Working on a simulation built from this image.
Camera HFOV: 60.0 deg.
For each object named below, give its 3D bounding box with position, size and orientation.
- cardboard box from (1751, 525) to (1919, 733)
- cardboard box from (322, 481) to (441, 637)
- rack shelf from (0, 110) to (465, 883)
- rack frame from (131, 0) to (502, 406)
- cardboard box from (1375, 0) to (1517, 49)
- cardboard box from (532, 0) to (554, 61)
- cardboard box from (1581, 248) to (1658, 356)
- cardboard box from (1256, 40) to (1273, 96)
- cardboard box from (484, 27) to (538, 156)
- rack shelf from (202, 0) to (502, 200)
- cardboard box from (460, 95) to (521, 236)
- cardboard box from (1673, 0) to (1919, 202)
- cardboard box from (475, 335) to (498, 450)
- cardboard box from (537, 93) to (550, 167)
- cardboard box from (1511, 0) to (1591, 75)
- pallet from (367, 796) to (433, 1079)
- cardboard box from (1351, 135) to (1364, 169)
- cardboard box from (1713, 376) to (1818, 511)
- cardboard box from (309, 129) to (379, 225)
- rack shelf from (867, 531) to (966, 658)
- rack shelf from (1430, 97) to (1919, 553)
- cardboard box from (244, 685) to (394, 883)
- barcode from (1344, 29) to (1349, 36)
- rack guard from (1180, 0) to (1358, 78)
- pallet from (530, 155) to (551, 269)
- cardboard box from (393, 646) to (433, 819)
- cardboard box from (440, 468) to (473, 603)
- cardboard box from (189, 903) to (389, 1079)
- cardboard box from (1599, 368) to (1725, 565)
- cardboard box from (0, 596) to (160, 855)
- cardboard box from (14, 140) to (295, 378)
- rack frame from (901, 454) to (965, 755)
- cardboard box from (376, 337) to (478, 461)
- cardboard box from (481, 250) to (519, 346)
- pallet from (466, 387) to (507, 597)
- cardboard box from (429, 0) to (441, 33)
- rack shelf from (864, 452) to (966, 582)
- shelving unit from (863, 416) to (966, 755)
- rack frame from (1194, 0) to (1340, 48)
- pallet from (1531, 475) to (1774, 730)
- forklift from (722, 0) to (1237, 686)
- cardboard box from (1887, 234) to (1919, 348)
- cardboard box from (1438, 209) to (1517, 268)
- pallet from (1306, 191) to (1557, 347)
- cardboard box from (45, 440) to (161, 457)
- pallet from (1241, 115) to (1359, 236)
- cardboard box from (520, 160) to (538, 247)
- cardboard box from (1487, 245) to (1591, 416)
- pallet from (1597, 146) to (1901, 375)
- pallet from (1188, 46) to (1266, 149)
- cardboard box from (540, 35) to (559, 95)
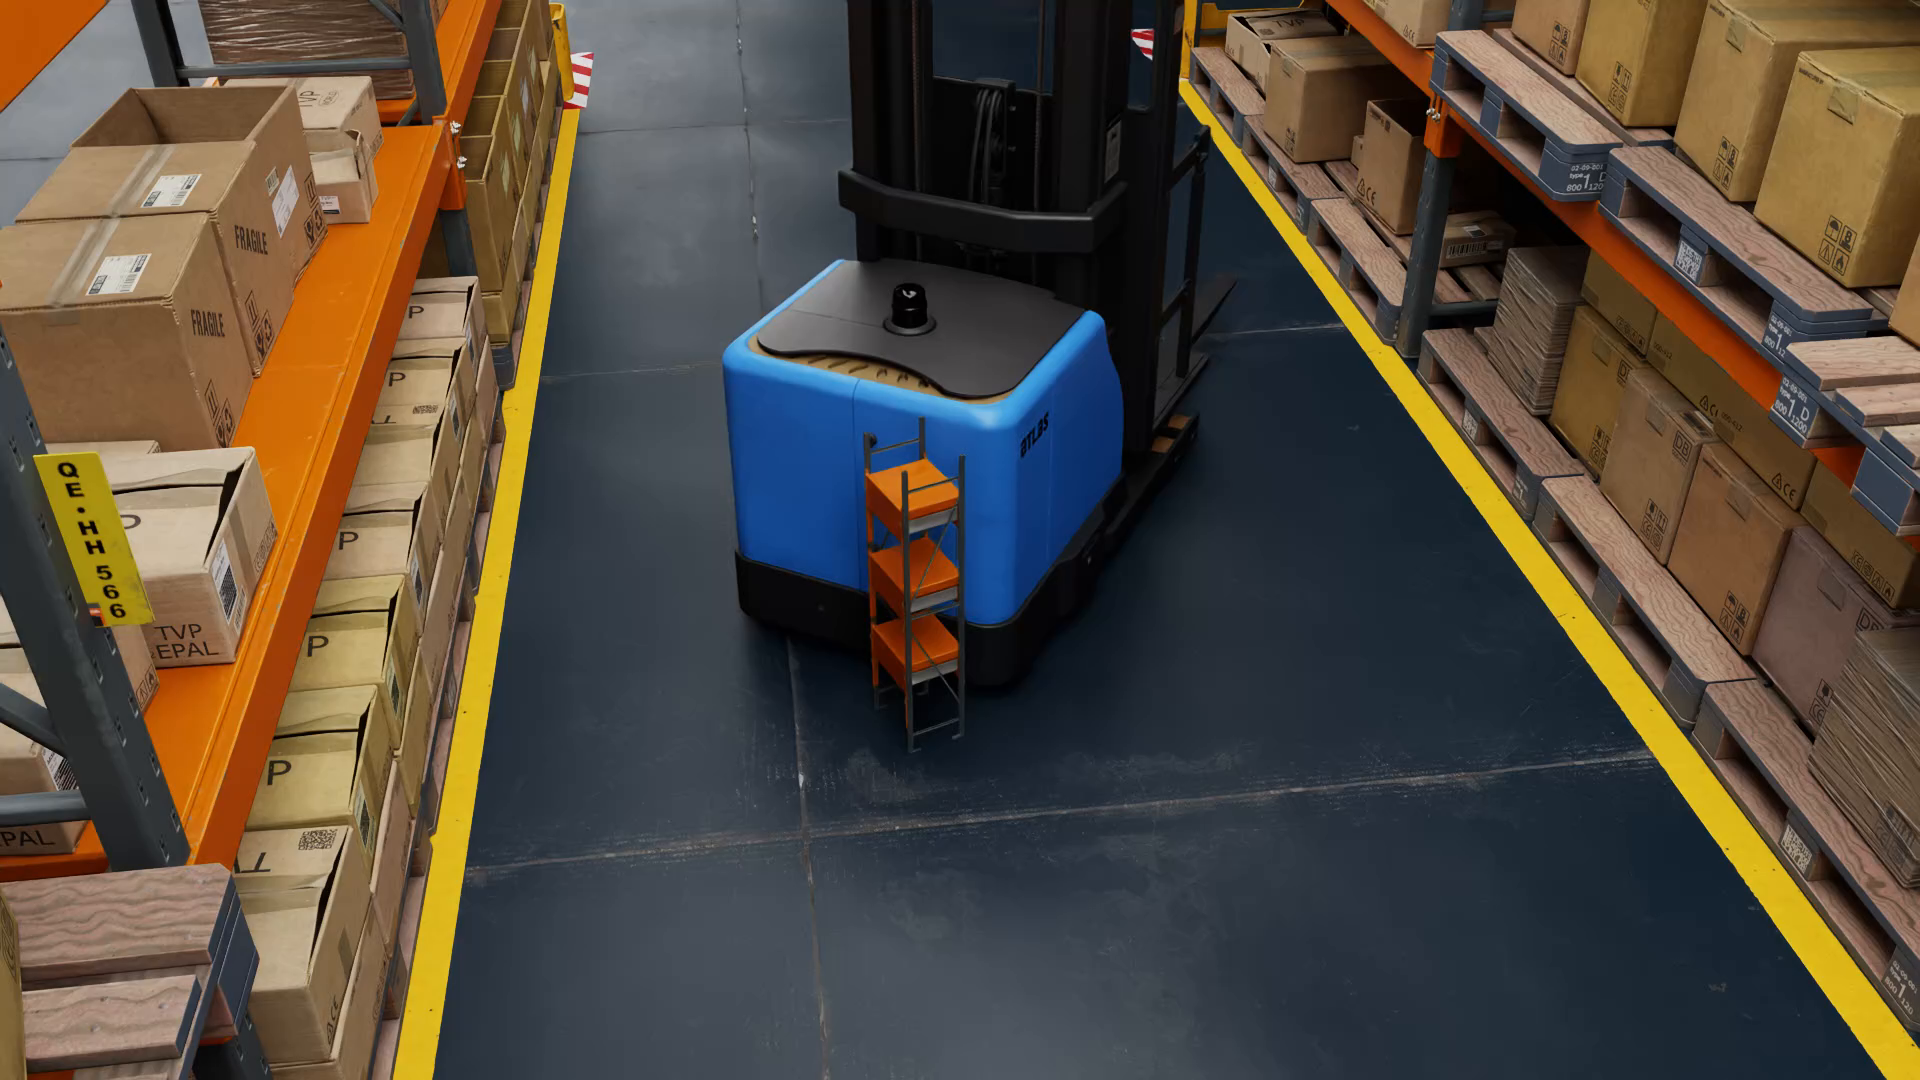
[{"bbox_3d":[2.903,0.276,5.011,0.700,0.500,0.500,-4,35,-6],"label":"cardboard box"},{"bbox_3d":[-1.897,0.048,5.086,0.500,0.311,0.500,-5,35,-7],"label":"cardboard box"},{"bbox_3d":[-2.171,-0.323,4.699,1.077,0.370,4.000,-4,35,-6],"label":"rack shelf"},{"bbox_3d":[-2.440,-1.736,6.134,1.000,3.000,0.127,-4,35,-6],"label":"rack frame"},{"bbox_3d":[2.104,-2.301,7.079,0.500,0.250,0.500,-4,35,-6],"label":"cardboard box"},{"bbox_3d":[-2.611,-3.039,9.448,0.500,0.500,0.500,-4,35,-6],"label":"cardboard box"},{"bbox_3d":[2.646,-0.917,6.096,0.500,0.250,0.500,-5,35,-7],"label":"cardboard box"},{"bbox_3d":[2.011,-2.705,9.553,0.500,0.311,0.500,-2,34,-2],"label":"cardboard box"},{"bbox_3d":[-2.396,-2.203,8.222,0.500,0.500,0.500,-4,35,-6],"label":"cardboard box"},{"bbox_3d":[-2.709,-2.555,7.975,1.077,0.370,4.000,-4,35,-6],"label":"rack shelf"},{"bbox_3d":[-2.267,-1.644,7.402,0.500,0.500,0.500,-4,35,-6],"label":"cardboard box"},{"bbox_3d":[2.690,-1.373,5.121,0.700,0.500,0.500,0,34,0],"label":"cardboard box"},{"bbox_3d":[-2.097,-0.564,6.483,0.500,0.250,0.500,-5,35,-7],"label":"cardboard box"},{"bbox_3d":[-2.465,-2.172,8.842,0.500,0.250,0.500,-4,35,-6],"label":"cardboard box"},{"bbox_3d":[2.503,-2.050,6.115,0.700,0.500,0.500,-4,35,-6],"label":"cardboard box"},{"bbox_3d":[-1.974,1.186,4.323,1.003,0.211,1.213,-4,35,-6],"label":"pallet"},{"bbox_3d":[2.273,-2.011,8.679,0.380,0.149,0.250,-7,35,-10],"label":"cardboard box"},{"bbox_3d":[2.769,-0.347,5.259,0.500,0.250,0.500,-5,35,-7],"label":"cardboard box"},{"bbox_3d":[-2.140,-1.204,5.473,0.396,0.266,0.258,-5,35,-8],"label":"cardboard box"},{"bbox_3d":[-0.134,0.165,5.095,0.215,0.259,0.240,-17,38,-23],"label":"rack shelf"},{"bbox_3d":[2.737,-0.700,5.253,1.077,0.370,4.000,-4,35,-6],"label":"rack shelf"},{"bbox_3d":[-1.761,0.620,4.248,0.500,0.311,0.500,-5,35,-8],"label":"cardboard box"},{"bbox_3d":[2.333,-3.047,10.047,0.001,0.075,0.075,-4,35,-6],"label":"barcode"},{"bbox_3d":[1.940,-3.270,10.605,1.175,0.500,0.348,-4,35,-6],"label":"rack guard"},{"bbox_3d":[-2.673,-1.713,8.577,1.003,0.211,1.213,-4,35,-6],"label":"pallet"},{"bbox_3d":[-1.826,0.574,4.813,0.500,0.250,0.500,-5,35,-8],"label":"cardboard box"},{"bbox_3d":[-1.962,0.004,5.650,0.500,0.250,0.500,-4,34,-5],"label":"cardboard box"},{"bbox_3d":[-1.682,1.144,3.976,0.500,0.250,0.500,-4,35,-7],"label":"cardboard box"},{"bbox_3d":[2.731,-0.281,5.827,0.700,0.500,0.500,-4,34,-6],"label":"cardboard box"},{"bbox_3d":[-1.908,0.326,3.187,0.500,0.311,0.500,-2,34,-3],"label":"cardboard box"},{"bbox_3d":[-2.215,-0.774,4.634,0.500,0.500,0.500,-4,35,-6],"label":"cardboard box"},{"bbox_3d":[-0.076,0.216,5.000,0.200,1.050,0.008,-17,38,-23],"label":"rack frame"},{"bbox_3d":[-2.025,-0.511,5.907,0.500,0.311,0.500,-3,34,-5],"label":"cardboard box"},{"bbox_3d":[-2.202,-1.055,7.204,0.500,0.250,0.500,-4,35,-6],"label":"cardboard box"},{"bbox_3d":[-2.302,-0.176,6.321,1.003,0.211,1.213,-4,35,-6],"label":"pallet"},{"bbox_3d":[-2.583,-2.319,6.900,0.700,0.500,0.500,-5,35,-7],"label":"cardboard box"},{"bbox_3d":[-0.134,-0.070,4.935,0.215,0.259,0.240,-17,38,-23],"label":"rack shelf"},{"bbox_3d":[-0.134,0.156,5.089,0.215,1.050,0.252,-17,38,-23],"label":"shelving unit"},{"bbox_3d":[1.930,-4.346,9.963,1.000,3.000,0.127,-4,35,-6],"label":"rack frame"},{"bbox_3d":[2.742,0.155,5.835,1.003,0.211,1.213,-4,35,-6],"label":"pallet"},{"bbox_3d":[0.318,-1.552,5.925,1.130,2.935,3.031,15,37,21],"label":"forklift"},{"bbox_3d":[2.831,-0.676,4.099,0.700,0.500,0.500,-8,35,-11],"label":"cardboard box"},{"bbox_3d":[2.366,-1.421,7.797,0.380,0.166,0.250,-9,35,-13],"label":"cardboard box"},{"bbox_3d":[2.343,-1.333,8.019,1.003,0.211,1.213,-4,35,-6],"label":"pallet"},{"bbox_3d":[-2.129,-0.108,3.968,0.380,0.149,0.250,-2,34,-3],"label":"cardboard box"},{"bbox_3d":[2.175,-2.016,9.020,1.003,0.211,1.213,-4,35,-6],"label":"pallet"},{"bbox_3d":[-2.326,-1.614,8.024,0.500,0.250,0.500,-4,35,-6],"label":"cardboard box"},{"bbox_3d":[2.584,-0.853,6.667,0.700,0.500,0.500,-3,34,-5],"label":"cardboard box"},{"bbox_3d":[2.699,-0.904,5.083,1.003,0.211,1.213,-4,35,-6],"label":"pallet"},{"bbox_3d":[2.015,-2.695,10.017,1.003,0.211,1.213,-4,35,-6],"label":"pallet"},{"bbox_3d":[-2.613,-2.729,9.659,0.500,0.250,0.500,-4,35,-6],"label":"cardboard box"}]
